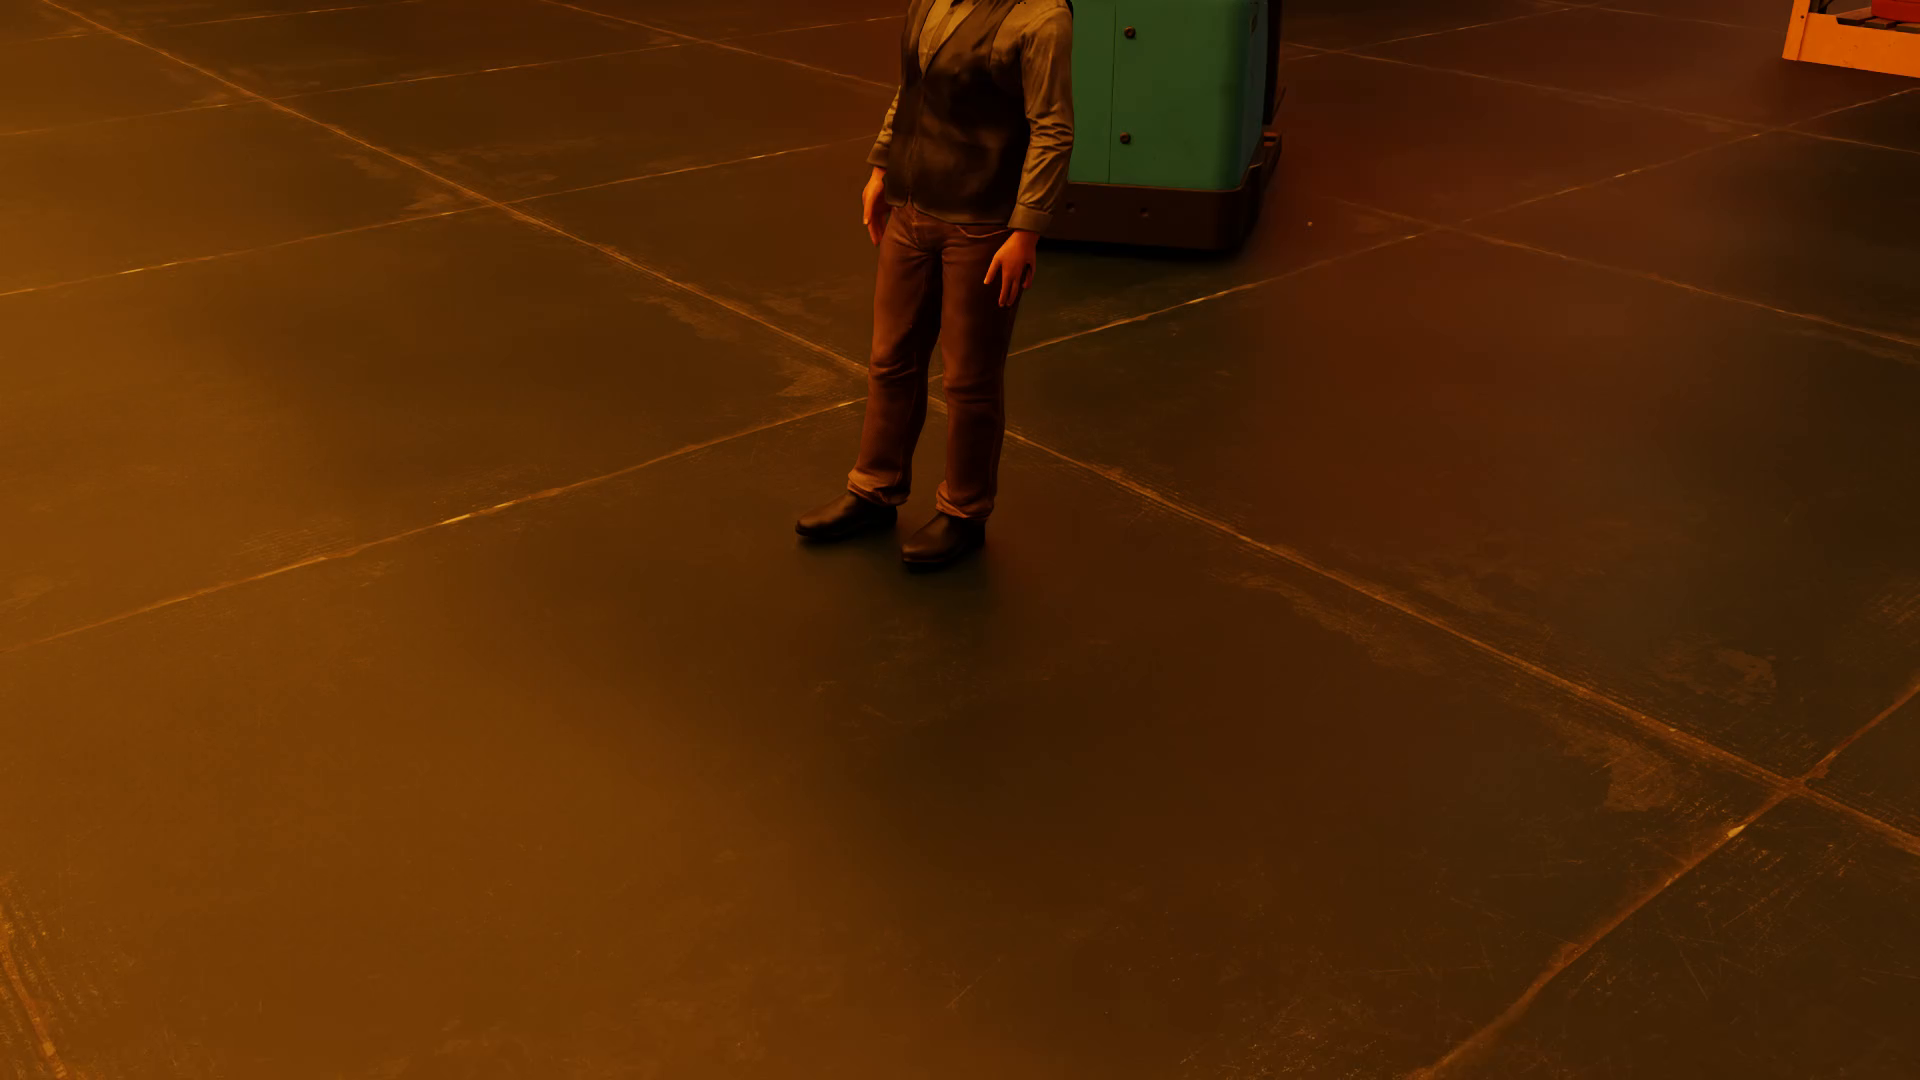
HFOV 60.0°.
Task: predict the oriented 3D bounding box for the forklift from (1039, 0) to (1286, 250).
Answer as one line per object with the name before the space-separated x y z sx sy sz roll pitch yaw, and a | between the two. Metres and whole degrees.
forklift | 0.974 -3.112 7.476 1.130 2.935 3.031 7 27 13

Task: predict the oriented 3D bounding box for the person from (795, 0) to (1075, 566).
person | -0.053 -0.762 4.084 0.566 1.722 0.633 -20 33 -35
